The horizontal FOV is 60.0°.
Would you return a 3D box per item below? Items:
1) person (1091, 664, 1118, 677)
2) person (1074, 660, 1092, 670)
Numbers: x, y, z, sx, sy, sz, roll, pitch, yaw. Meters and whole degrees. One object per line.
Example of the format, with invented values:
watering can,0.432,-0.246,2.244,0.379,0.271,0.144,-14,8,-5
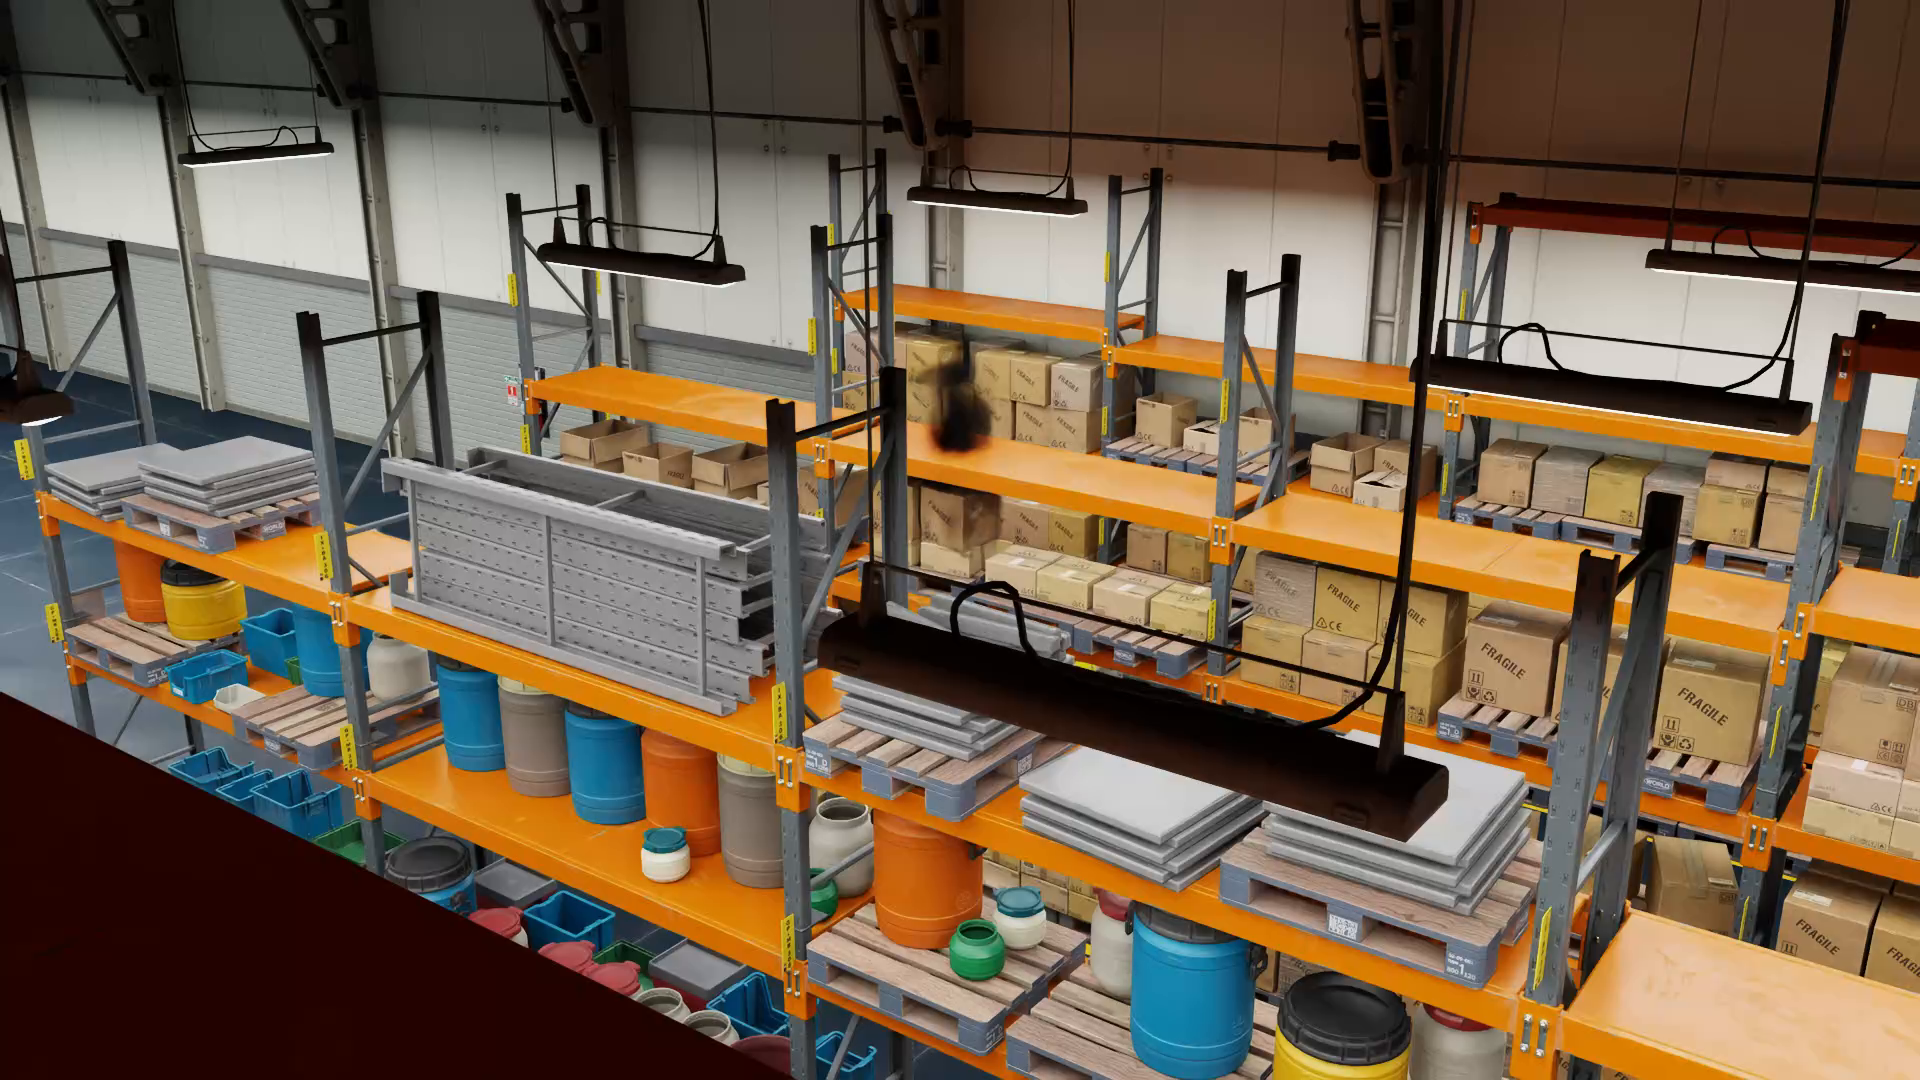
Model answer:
person,1.591,1.516,18.323,0.786,1.455,0.564,0,18,0
person,1.114,1.788,17.015,0.830,1.811,0.660,15,23,37
